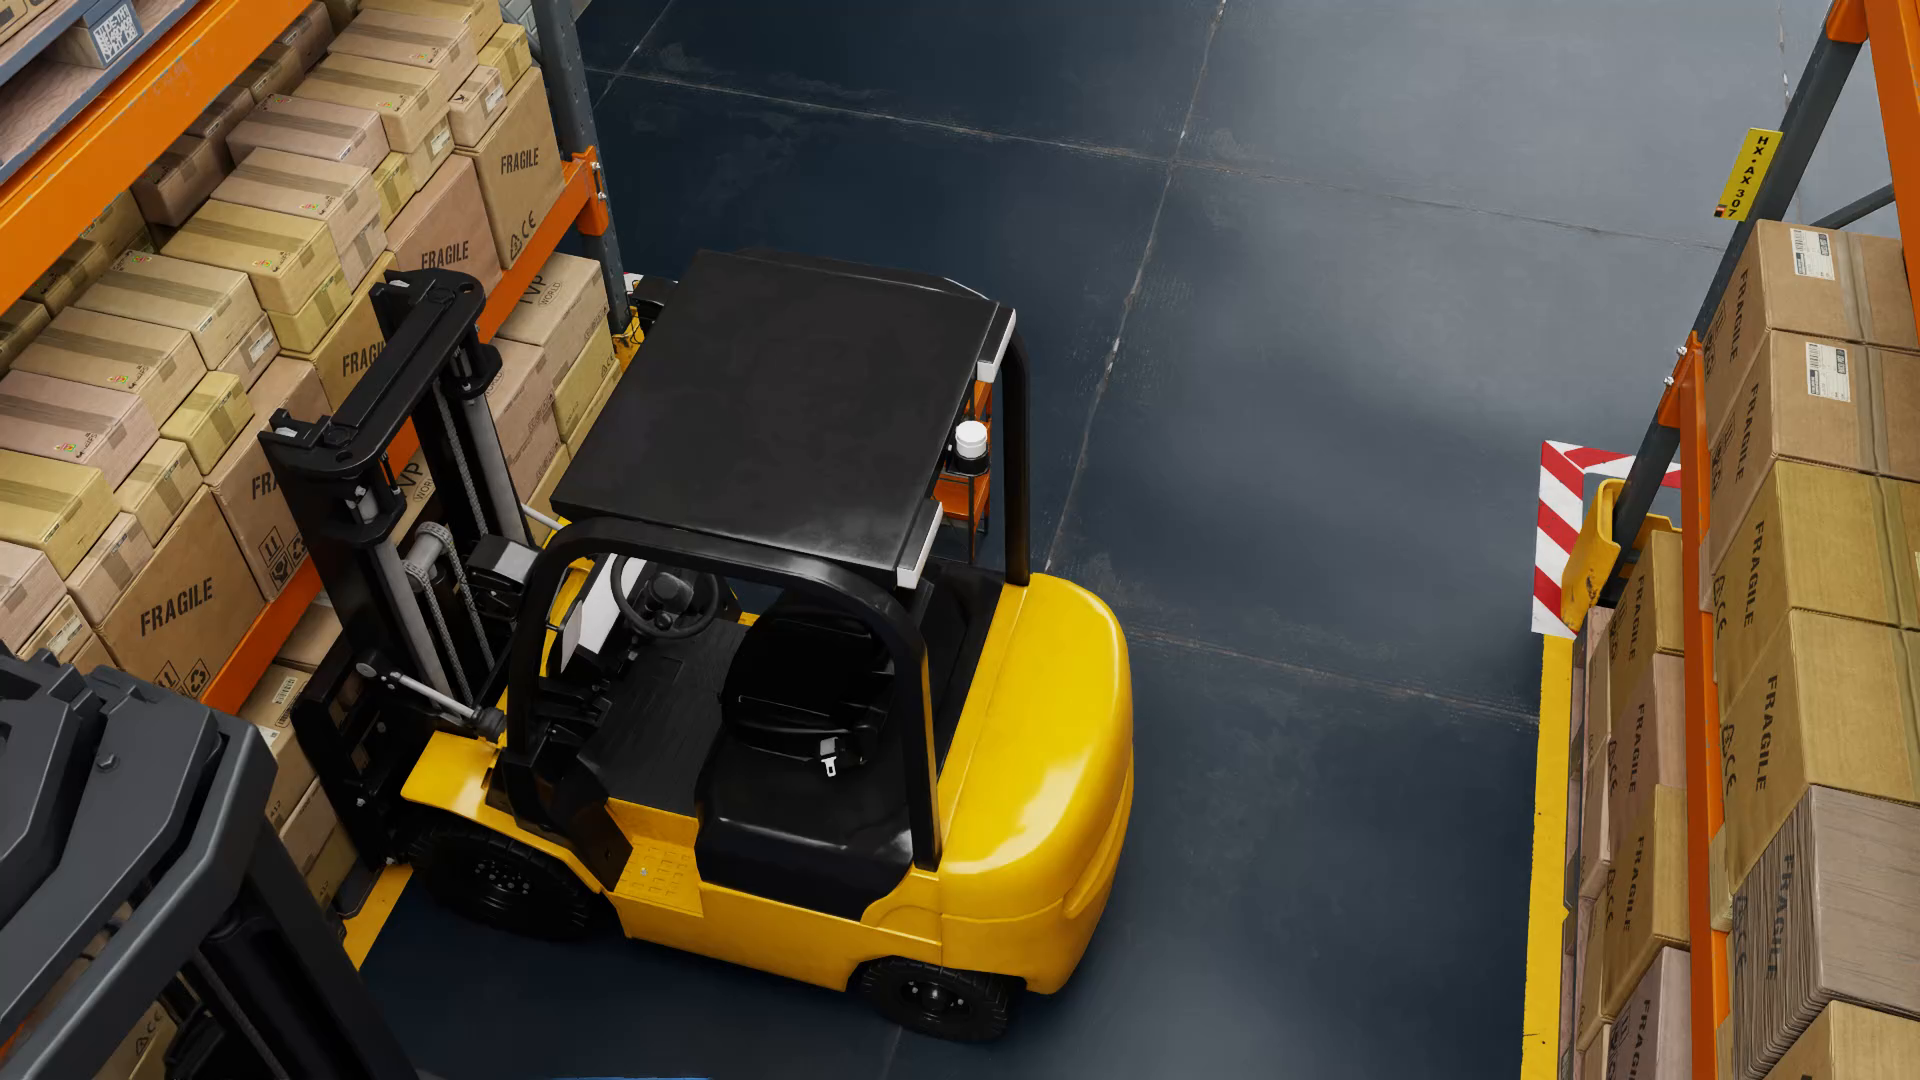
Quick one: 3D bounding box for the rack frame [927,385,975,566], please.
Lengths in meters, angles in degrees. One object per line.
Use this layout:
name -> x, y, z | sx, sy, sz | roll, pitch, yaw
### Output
rack frame -> -0.046, -0.220, 6.163 | 0.200, 1.050, 0.008 | 12, 50, 10

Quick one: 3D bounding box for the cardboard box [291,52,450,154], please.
cardboard box -> -1.830, -1.361, 5.171 | 0.380, 0.149, 0.250 | 13, 50, 11

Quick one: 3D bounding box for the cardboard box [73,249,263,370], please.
cardboard box -> -2.150, -0.629, 4.526 | 0.380, 0.149, 0.250 | 12, 50, 11

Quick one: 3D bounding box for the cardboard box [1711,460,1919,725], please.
cardboard box -> 2.270, 0.183, 4.242 | 0.500, 0.500, 0.500 | 11, 49, 9

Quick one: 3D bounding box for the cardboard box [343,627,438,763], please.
cardboard box -> -2.081, 0.424, 5.514 | 0.500, 0.250, 0.500 | 11, 50, 10

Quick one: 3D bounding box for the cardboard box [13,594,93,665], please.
cardboard box -> -2.332, 0.227, 3.968 | 0.380, 0.149, 0.250 | 13, 50, 11

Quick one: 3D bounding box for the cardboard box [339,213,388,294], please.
cardboard box -> -1.949, -0.890, 4.954 | 0.380, 0.149, 0.250 | 10, 49, 9

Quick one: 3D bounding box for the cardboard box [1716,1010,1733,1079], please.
cardboard box -> 1.930, 1.231, 3.750 | 0.380, 0.149, 0.250 | 11, 49, 9

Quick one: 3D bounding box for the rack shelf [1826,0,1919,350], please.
rack shelf -> 2.402, -0.025, 3.170 | 1.077, 0.370, 4.000 | 12, 50, 10

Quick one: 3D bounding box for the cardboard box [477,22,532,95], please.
cardboard box -> -1.682, -1.636, 5.613 | 0.380, 0.149, 0.250 | 12, 50, 11

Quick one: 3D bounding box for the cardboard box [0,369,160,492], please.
cardboard box -> -2.281, -0.267, 4.206 | 0.380, 0.149, 0.250 | 11, 50, 10

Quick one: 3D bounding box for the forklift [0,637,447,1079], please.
forklift -> -1.989, 1.276, 3.588 | 3.031, 2.935, 1.130 | 18, 51, 15

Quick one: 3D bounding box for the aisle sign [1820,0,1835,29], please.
aisle sign -> 2.646, -1.684, 4.420 | 0.394, 0.787, 0.004 | 12, 50, 10

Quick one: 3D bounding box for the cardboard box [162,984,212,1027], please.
cardboard box -> -2.358, 1.151, 4.873 | 0.500, 0.250, 0.500 | 11, 50, 10

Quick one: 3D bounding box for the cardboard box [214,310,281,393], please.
cardboard box -> -2.149, -0.540, 4.646 | 0.380, 0.149, 0.250 | 11, 50, 10

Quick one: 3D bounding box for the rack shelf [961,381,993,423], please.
rack shelf -> -0.014, -0.489, 6.036 | 0.215, 0.259, 0.240 | 12, 50, 10

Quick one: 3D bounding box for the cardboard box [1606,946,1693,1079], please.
cardboard box -> 2.038, 1.480, 4.416 | 0.500, 0.500, 0.500 | 14, 50, 12

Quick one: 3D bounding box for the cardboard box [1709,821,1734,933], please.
cardboard box -> 2.059, 0.858, 4.078 | 0.380, 0.149, 0.250 | 12, 50, 10

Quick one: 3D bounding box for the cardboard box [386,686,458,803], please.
cardboard box -> -2.076, 0.577, 5.713 | 0.500, 0.250, 0.500 | 13, 50, 11

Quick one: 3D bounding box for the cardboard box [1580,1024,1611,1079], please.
cardboard box -> 2.041, 1.712, 4.711 | 0.500, 0.250, 0.500 | 12, 50, 11

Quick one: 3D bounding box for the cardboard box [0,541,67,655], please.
cardboard box -> -2.337, 0.122, 3.863 | 0.380, 0.149, 0.250 | 13, 50, 11

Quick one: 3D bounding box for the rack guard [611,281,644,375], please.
rack guard -> -1.855, -0.884, 7.116 | 1.175, 0.500, 0.348 | 12, 50, 10

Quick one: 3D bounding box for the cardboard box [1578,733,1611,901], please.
cardboard box -> 2.308, 0.950, 5.384 | 0.500, 0.250, 0.500 | 13, 50, 11

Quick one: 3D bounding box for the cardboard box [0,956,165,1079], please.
cardboard box -> -2.484, 1.351, 4.363 | 0.500, 0.250, 0.500 | 11, 49, 9

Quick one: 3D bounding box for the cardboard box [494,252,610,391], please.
cardboard box -> -1.682, -0.860, 6.314 | 0.500, 0.250, 0.500 | 13, 50, 11

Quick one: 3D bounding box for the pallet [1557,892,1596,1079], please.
pallet -> 2.337, 1.721, 5.010 | 1.003, 0.211, 1.213 | 12, 50, 10

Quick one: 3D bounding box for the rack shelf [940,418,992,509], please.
rack shelf -> -0.014, -0.302, 6.249 | 0.215, 0.259, 0.240 | 12, 50, 10

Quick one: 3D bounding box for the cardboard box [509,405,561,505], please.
cardboard box -> -1.830, -0.314, 6.166 | 0.500, 0.250, 0.500 | 11, 50, 10

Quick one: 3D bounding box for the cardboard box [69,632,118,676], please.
cardboard box -> -2.424, 0.516, 4.146 | 0.500, 0.500, 0.500 | 12, 50, 11

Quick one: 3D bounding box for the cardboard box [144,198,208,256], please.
cardboard box -> -2.540, -1.027, 5.075 | 0.380, 0.149, 0.250 | 12, 50, 10

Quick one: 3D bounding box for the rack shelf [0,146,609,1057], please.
rack shelf -> -2.388, -0.010, 5.156 | 1.077, 0.370, 4.000 | 12, 50, 10

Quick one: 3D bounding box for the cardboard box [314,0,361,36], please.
cardboard box -> -2.156, -1.840, 5.594 | 0.380, 0.149, 0.250 | 11, 49, 9

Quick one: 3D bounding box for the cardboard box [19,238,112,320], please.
cardboard box -> -2.591, -0.727, 4.612 | 0.380, 0.149, 0.250 | 12, 50, 10

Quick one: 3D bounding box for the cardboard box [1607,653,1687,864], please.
cardboard box -> 2.310, 0.731, 5.077 | 0.500, 0.500, 0.500 | 10, 49, 9

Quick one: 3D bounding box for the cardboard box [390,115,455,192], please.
cardboard box -> -1.848, -1.270, 5.289 | 0.380, 0.149, 0.250 | 12, 50, 11

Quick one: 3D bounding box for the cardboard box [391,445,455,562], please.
cardboard box -> -1.934, -0.122, 5.663 | 0.500, 0.250, 0.500 | 12, 50, 11

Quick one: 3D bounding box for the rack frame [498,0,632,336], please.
rack frame -> -1.861, -1.694, 6.164 | 1.000, 3.000, 0.127 | 12, 50, 10

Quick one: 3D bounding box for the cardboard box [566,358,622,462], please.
cardboard box -> -1.680, -0.521, 6.682 | 0.500, 0.250, 0.500 | 12, 50, 10

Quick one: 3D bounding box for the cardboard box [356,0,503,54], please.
cardboard box -> -1.752, -1.740, 5.506 | 0.380, 0.149, 0.250 | 12, 50, 10

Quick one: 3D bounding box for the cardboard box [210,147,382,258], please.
cardboard box -> -1.929, -0.985, 4.840 | 0.380, 0.149, 0.250 | 13, 50, 11

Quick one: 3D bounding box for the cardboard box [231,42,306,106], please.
cardboard box -> -2.313, -1.463, 5.262 | 0.380, 0.149, 0.250 | 12, 50, 11

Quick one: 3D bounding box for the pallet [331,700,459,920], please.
pallet -> -2.345, 0.670, 5.937 | 1.003, 0.211, 1.213 | 12, 50, 10

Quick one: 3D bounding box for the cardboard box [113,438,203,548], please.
cardboard box -> -2.212, -0.148, 4.299 | 0.380, 0.149, 0.250 | 10, 49, 9

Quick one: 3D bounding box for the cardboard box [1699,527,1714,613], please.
cardboard box -> 2.327, 0.106, 4.742 | 0.380, 0.149, 0.250 | 12, 50, 11

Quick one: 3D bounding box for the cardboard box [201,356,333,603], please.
cardboard box -> -2.139, -0.210, 4.786 | 0.500, 0.500, 0.500 | 12, 50, 10

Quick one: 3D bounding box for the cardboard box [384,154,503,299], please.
cardboard box -> -1.883, -0.946, 5.437 | 0.500, 0.500, 0.500 | 13, 50, 11

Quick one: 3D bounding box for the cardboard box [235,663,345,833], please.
cardboard box -> -2.220, 0.621, 5.007 | 0.500, 0.250, 0.500 | 13, 50, 11

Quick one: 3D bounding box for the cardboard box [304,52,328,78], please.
cardboard box -> -2.205, -1.557, 5.543 | 0.380, 0.149, 0.250 | 12, 50, 10

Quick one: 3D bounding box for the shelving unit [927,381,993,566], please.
shelving unit -> -0.014, -0.309, 6.241 | 0.215, 1.050, 0.252 | 12, 50, 10

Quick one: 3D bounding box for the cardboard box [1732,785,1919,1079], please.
cardboard box -> 2.014, 0.924, 3.588 | 0.500, 0.500, 0.500 | 13, 50, 11

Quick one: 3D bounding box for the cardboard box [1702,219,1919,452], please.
cardboard box -> 2.536, -0.561, 4.898 | 0.500, 0.500, 0.500 | 11, 49, 9

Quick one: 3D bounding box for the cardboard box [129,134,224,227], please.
cardboard box -> -2.438, -1.092, 4.934 | 0.380, 0.149, 0.250 | 13, 50, 11
